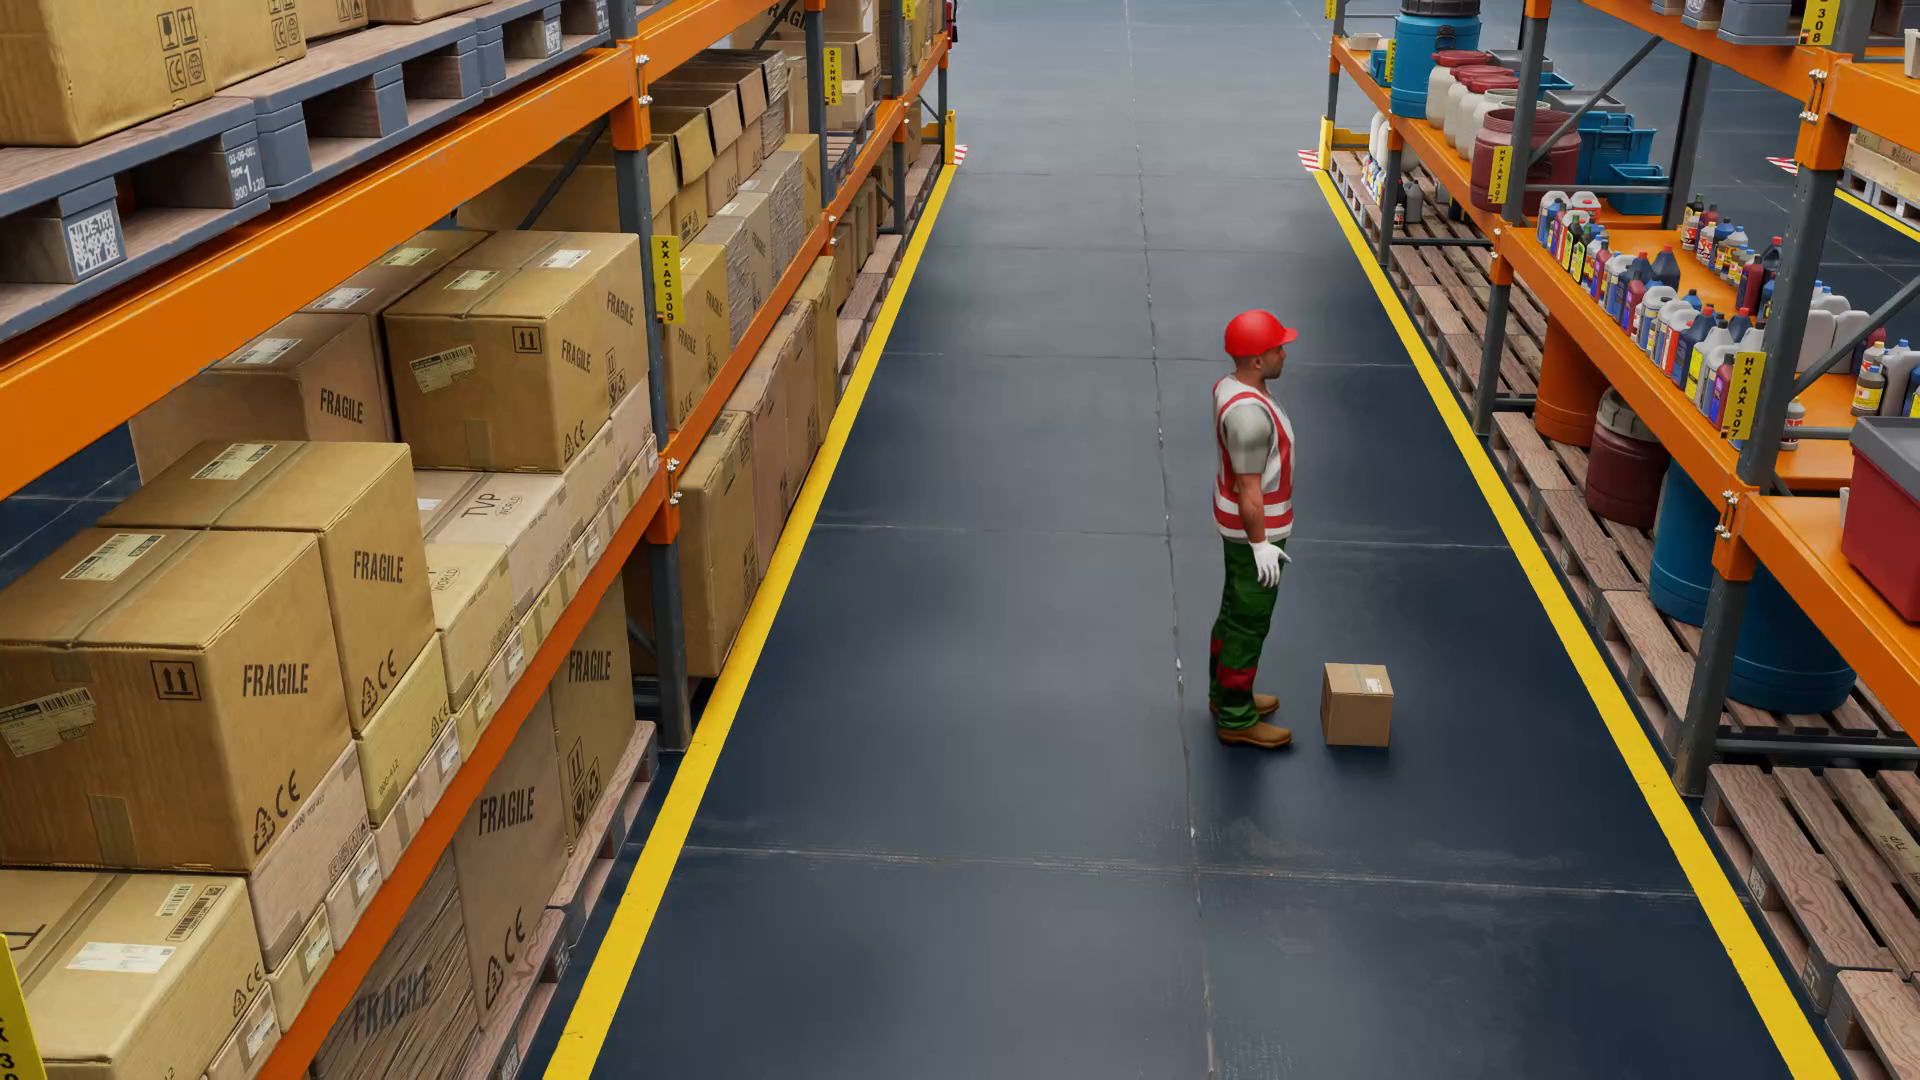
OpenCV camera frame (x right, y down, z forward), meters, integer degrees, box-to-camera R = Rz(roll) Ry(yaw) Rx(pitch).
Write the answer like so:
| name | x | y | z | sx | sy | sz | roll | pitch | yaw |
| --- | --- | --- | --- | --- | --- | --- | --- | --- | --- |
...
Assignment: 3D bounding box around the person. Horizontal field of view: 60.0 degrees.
| name | x | y | z | sx | sy | sz | roll | pitch | yaw |
| --- | --- | --- | --- | --- | --- | --- | --- | --- | --- |
| person | 1.184 | -0.049 | 6.633 | 0.397 | 1.796 | 0.539 | 2 | 24 | 4 |
